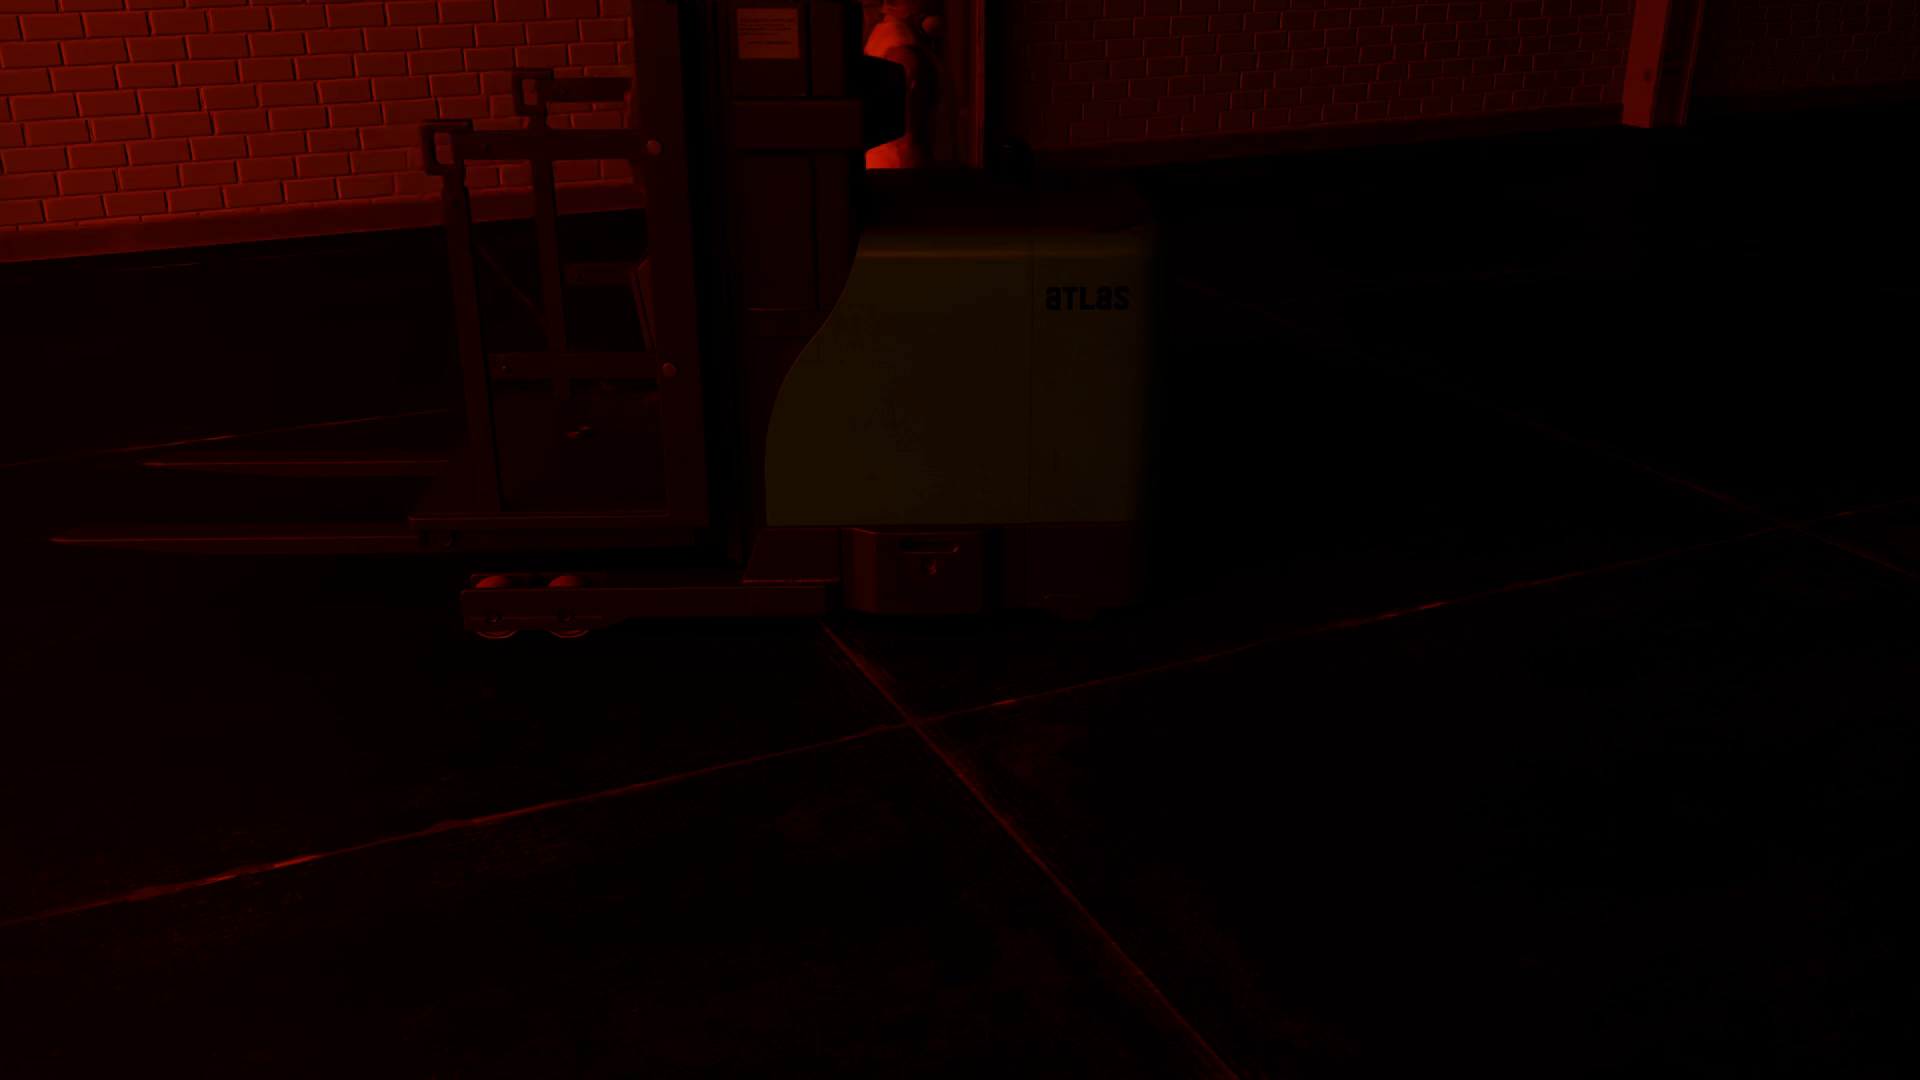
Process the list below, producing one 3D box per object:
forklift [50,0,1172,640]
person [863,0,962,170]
[{"bbox_3d":[-0.977,-1.293,4.398,3.031,2.935,1.130,-1,23,-2],"label":"forklift"},{"bbox_3d":[-0.115,-1.166,5.693,0.453,1.727,0.757,-1,23,-3],"label":"person"}]
